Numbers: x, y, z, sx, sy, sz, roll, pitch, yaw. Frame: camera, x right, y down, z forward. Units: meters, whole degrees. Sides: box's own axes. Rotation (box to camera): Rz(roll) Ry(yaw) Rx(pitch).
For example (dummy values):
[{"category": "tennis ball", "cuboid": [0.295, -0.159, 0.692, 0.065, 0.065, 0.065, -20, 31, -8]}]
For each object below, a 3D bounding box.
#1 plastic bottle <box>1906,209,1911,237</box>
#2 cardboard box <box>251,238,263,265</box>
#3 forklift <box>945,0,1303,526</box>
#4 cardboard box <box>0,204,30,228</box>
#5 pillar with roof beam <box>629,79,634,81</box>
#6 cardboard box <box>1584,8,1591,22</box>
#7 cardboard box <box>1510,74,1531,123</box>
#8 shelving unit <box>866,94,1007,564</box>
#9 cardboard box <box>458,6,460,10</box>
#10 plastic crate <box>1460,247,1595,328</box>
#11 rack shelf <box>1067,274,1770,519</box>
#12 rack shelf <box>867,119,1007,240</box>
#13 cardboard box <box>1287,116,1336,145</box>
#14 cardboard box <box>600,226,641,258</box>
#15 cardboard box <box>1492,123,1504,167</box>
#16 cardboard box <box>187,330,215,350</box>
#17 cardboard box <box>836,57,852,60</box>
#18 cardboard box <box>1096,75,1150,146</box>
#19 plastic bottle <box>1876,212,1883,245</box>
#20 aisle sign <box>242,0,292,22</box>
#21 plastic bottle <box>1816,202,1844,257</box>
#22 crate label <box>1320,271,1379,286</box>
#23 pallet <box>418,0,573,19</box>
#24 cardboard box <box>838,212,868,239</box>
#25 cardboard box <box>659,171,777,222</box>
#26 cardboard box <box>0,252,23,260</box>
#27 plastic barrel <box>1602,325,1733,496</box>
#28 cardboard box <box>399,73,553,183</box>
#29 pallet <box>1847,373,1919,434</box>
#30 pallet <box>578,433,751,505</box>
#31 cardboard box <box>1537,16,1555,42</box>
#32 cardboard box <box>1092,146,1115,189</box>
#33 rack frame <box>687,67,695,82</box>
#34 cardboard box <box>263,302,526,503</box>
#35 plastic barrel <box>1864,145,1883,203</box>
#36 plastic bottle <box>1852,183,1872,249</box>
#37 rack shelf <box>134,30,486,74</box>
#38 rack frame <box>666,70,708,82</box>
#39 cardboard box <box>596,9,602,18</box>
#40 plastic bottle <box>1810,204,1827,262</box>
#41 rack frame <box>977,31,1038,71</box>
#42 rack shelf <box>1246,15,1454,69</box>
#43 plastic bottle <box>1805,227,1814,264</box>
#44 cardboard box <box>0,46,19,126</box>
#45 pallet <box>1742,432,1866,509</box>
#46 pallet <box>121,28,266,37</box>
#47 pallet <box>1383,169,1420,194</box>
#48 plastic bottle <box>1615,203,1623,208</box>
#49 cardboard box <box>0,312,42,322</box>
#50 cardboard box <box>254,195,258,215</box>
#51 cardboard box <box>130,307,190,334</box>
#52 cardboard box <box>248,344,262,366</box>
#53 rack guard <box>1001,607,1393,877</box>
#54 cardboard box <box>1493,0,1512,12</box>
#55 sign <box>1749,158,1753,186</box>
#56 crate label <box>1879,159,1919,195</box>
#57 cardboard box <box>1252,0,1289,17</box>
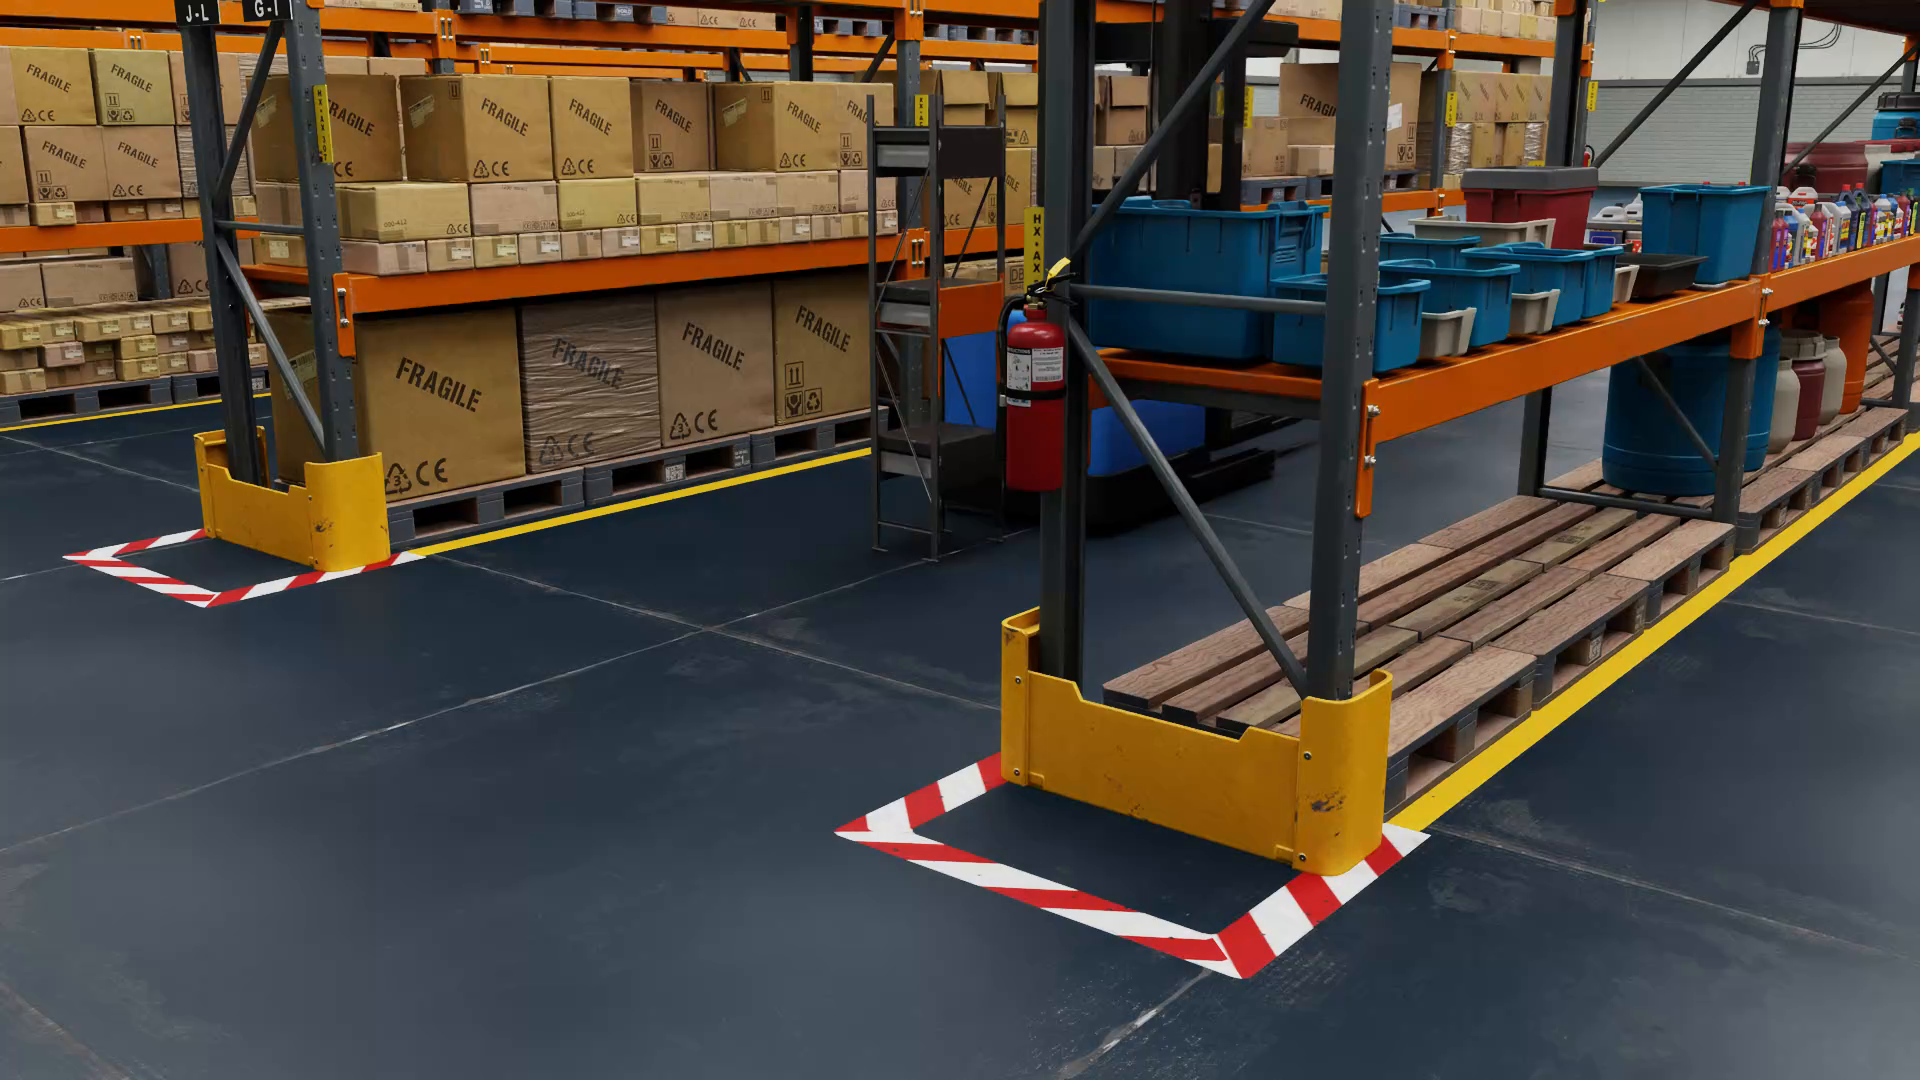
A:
[{"category": "plastic bottle", "cuboid": [5.688, -1.935, 10.051, 0.097, 0.201, 0.097, 0, 14, 0]}, {"category": "cardboard box", "cuboid": [-7.488, -3.207, 18.117, 0.875, 0.875, 0.875, 12, 19, 39]}, {"category": "forklift", "cuboid": [1.153, -1.797, 9.243, 1.130, 2.935, 3.031, 10, 17, 34]}, {"category": "cardboard box", "cuboid": [-6.391, -2.160, 11.044, 0.380, 0.149, 0.250, 12, 19, 40]}, {"category": "pillar with roof beam", "cuboid": [-2.488, -9.041, 25.436, 9.100, 9.000, 0.400, 11, 18, 38]}, {"category": "cardboard box", "cuboid": [6.941, -5.965, 18.916, 0.380, 0.149, 0.250, 11, 18, 38]}, {"category": "cardboard box", "cuboid": [5.773, -4.740, 17.850, 0.500, 0.500, 0.500, 11, 18, 38]}, {"category": "shelving unit", "cuboid": [-0.104, -0.986, 7.740, 0.431, 2.100, 0.503, 11, 18, 38]}, {"category": "cardboard box", "cuboid": [-5.983, -6.106, 18.911, 0.797, 0.503, 0.637, 10, 17, 34]}, {"category": "plastic crate", "cuboid": [1.908, -0.858, 5.628, 0.416, 0.233, 0.300, 11, 18, 38]}, {"category": "rack shelf", "cuboid": [1.926, -0.696, 6.233, 1.077, 0.370, 4.000, 11, 18, 38]}, {"category": "rack shelf", "cuboid": [-0.104, -1.651, 7.571, 0.431, 0.518, 0.480, 11, 18, 38]}, {"category": "cardboard box", "cuboid": [3.341, -3.634, 15.272, 0.797, 0.503, 0.637, 14, 20, 43]}, {"category": "cardboard box", "cuboid": [-1.897, -1.570, 8.722, 0.380, 0.149, 0.250, 11, 18, 37]}, {"category": "cardboard box", "cuboid": [5.267, -4.197, 17.746, 0.875, 0.500, 0.500, 11, 18, 38]}, {"category": "cardboard box", "cuboid": [-5.671, -1.502, 12.278, 0.380, 0.149, 0.250, 12, 19, 40]}, {"category": "cardboard box", "cuboid": [-1.772, -6.945, 23.789, 0.380, 0.149, 0.250, 11, 18, 37]}, {"category": "cardboard box", "cuboid": [0.961, -3.233, 12.518, 0.797, 0.503, 0.637, 12, 18, 39]}, {"category": "plastic bottle", "cuboid": [5.176, -1.779, 9.437, 0.097, 0.201, 0.097, 0, 14, 0]}, {"category": "aisle sign", "cuboid": [-2.995, -2.628, 7.096, 0.394, 0.787, 0.004, 11, 18, 38]}, {"category": "plastic bottle", "cuboid": [4.498, -1.619, 8.657, 0.152, 0.276, 0.135, 11, 18, 38]}, {"category": "crate label", "cuboid": [1.390, -0.858, 5.821, 0.396, 0.136, 0.243, 11, 18, 38]}, {"category": "pallet", "cuboid": [-3.993, -4.446, 13.821, 1.213, 0.211, 1.003, 11, 18, 38]}, {"category": "cardboard box", "cuboid": [-0.768, -1.914, 10.076, 0.380, 0.149, 0.250, 12, 18, 39]}, {"category": "cardboard box", "cuboid": [-1.386, -1.943, 9.382, 0.500, 0.250, 0.500, 12, 18, 39]}, {"category": "cardboard box", "cuboid": [-11.761, -3.545, 20.210, 0.500, 0.500, 0.500, 12, 19, 40]}, {"category": "plastic barrel", "cuboid": [3.539, -0.716, 8.258, 0.600, 0.901, 0.708, 11, 18, 38]}, {"category": "cardboard box", "cuboid": [-2.357, -2.009, 8.117, 0.500, 0.500, 0.500, 11, 18, 36]}, {"category": "pallet", "cuboid": [6.214, -0.985, 11.571, 1.003, 0.211, 1.213, 11, 18, 38]}, {"category": "pallet", "cuboid": [-1.974, -0.475, 9.563, 1.003, 0.211, 1.213, 11, 18, 38]}, {"category": "cardboard box", "cuboid": [6.127, -5.549, 18.087, 0.500, 0.250, 0.500, 12, 18, 39]}, {"category": "cardboard box", "cuboid": [0.765, -2.584, 12.000, 0.500, 0.500, 0.500, 12, 18, 39]}, {"category": "rack frame", "cuboid": [-3.349, -5.260, 22.737, 1.000, 3.000, 0.127, 11, 18, 38]}, {"category": "cardboard box", "cuboid": [-2.843, -0.737, 8.395, 0.875, 0.875, 0.875, 11, 18, 38]}, {"category": "plastic barrel", "cuboid": [6.178, -2.478, 11.559, 0.421, 0.512, 0.421, 0, 14, 0]}, {"category": "plastic bottle", "cuboid": [4.924, -1.784, 9.152, 0.144, 0.351, 0.185, 11, 18, 38]}, {"category": "rack shelf", "cuboid": [-7.120, -5.216, 17.933, 1.077, 0.370, 4.000, 11, 18, 38]}, {"category": "rack frame", "cuboid": [-4.698, -6.794, 28.773, 1.000, 3.000, 0.127, 11, 18, 38]}, {"category": "cardboard box", "cuboid": [-3.134, -4.988, 15.371, 0.500, 0.500, 0.500, 11, 18, 38]}, {"category": "plastic bottle", "cuboid": [4.304, -1.546, 8.352, 0.061, 0.283, 0.133, 11, 18, 38]}, {"category": "rack frame", "cuboid": [0.565, -4.513, 19.797, 1.000, 3.000, 0.127, 11, 18, 38]}, {"category": "rack shelf", "cuboid": [3.102, -4.449, 14.911, 1.077, 0.370, 4.000, 11, 18, 38]}, {"category": "plastic bottle", "cuboid": [4.156, -1.468, 8.213, 0.097, 0.201, 0.097, 0, 14, 0]}, {"category": "cardboard box", "cuboid": [-6.489, -2.937, 10.756, 0.500, 0.500, 0.500, 11, 18, 37]}, {"category": "pallet", "cuboid": [4.467, -0.452, 9.475, 1.003, 0.211, 1.213, 11, 18, 38]}, {"category": "pallet", "cuboid": [-7.839, -5.272, 17.081, 0.805, 0.209, 1.217, 10, 18, 35]}, {"category": "pallet", "cuboid": [3.765, -3.510, 16.236, 1.003, 0.211, 1.213, 11, 18, 38]}, {"category": "plastic bottle", "cuboid": [3.290, -1.548, 8.362, 0.061, 0.283, 0.133, 11, 18, 38]}, {"category": "cardboard box", "cuboid": [-6.639, -1.505, 11.685, 0.380, 0.149, 0.250, 12, 18, 39]}, {"category": "cardboard box", "cuboid": [-5.283, -2.518, 12.452, 0.380, 0.149, 0.250, 11, 18, 37]}, {"category": "cardboard box", "cuboid": [-5.773, -1.585, 11.999, 0.380, 0.149, 0.250, 12, 19, 40]}, {"category": "cardboard box", "cuboid": [-5.437, -1.386, 12.425, 0.380, 0.149, 0.250, 11, 18, 38]}, {"category": "rack guard", "cuboid": [0.664, 0.556, 4.918, 1.175, 0.500, 0.348, 11, 18, 38]}, {"category": "cardboard box", "cuboid": [5.460, -5.517, 17.150, 0.380, 0.149, 0.250, 11, 18, 37]}, {"category": "sign", "cuboid": [5.265, -2.357, 10.977, 0.100, 0.325, 0.005, 11, 18, 38]}, {"category": "crate label", "cuboid": [6.532, -2.360, 11.247, 0.502, 0.435, 0.616, 11, 18, 38]}, {"category": "cardboard box", "cuboid": [2.338, -4.392, 13.533, 0.500, 0.250, 0.500, 12, 18, 39]}]
